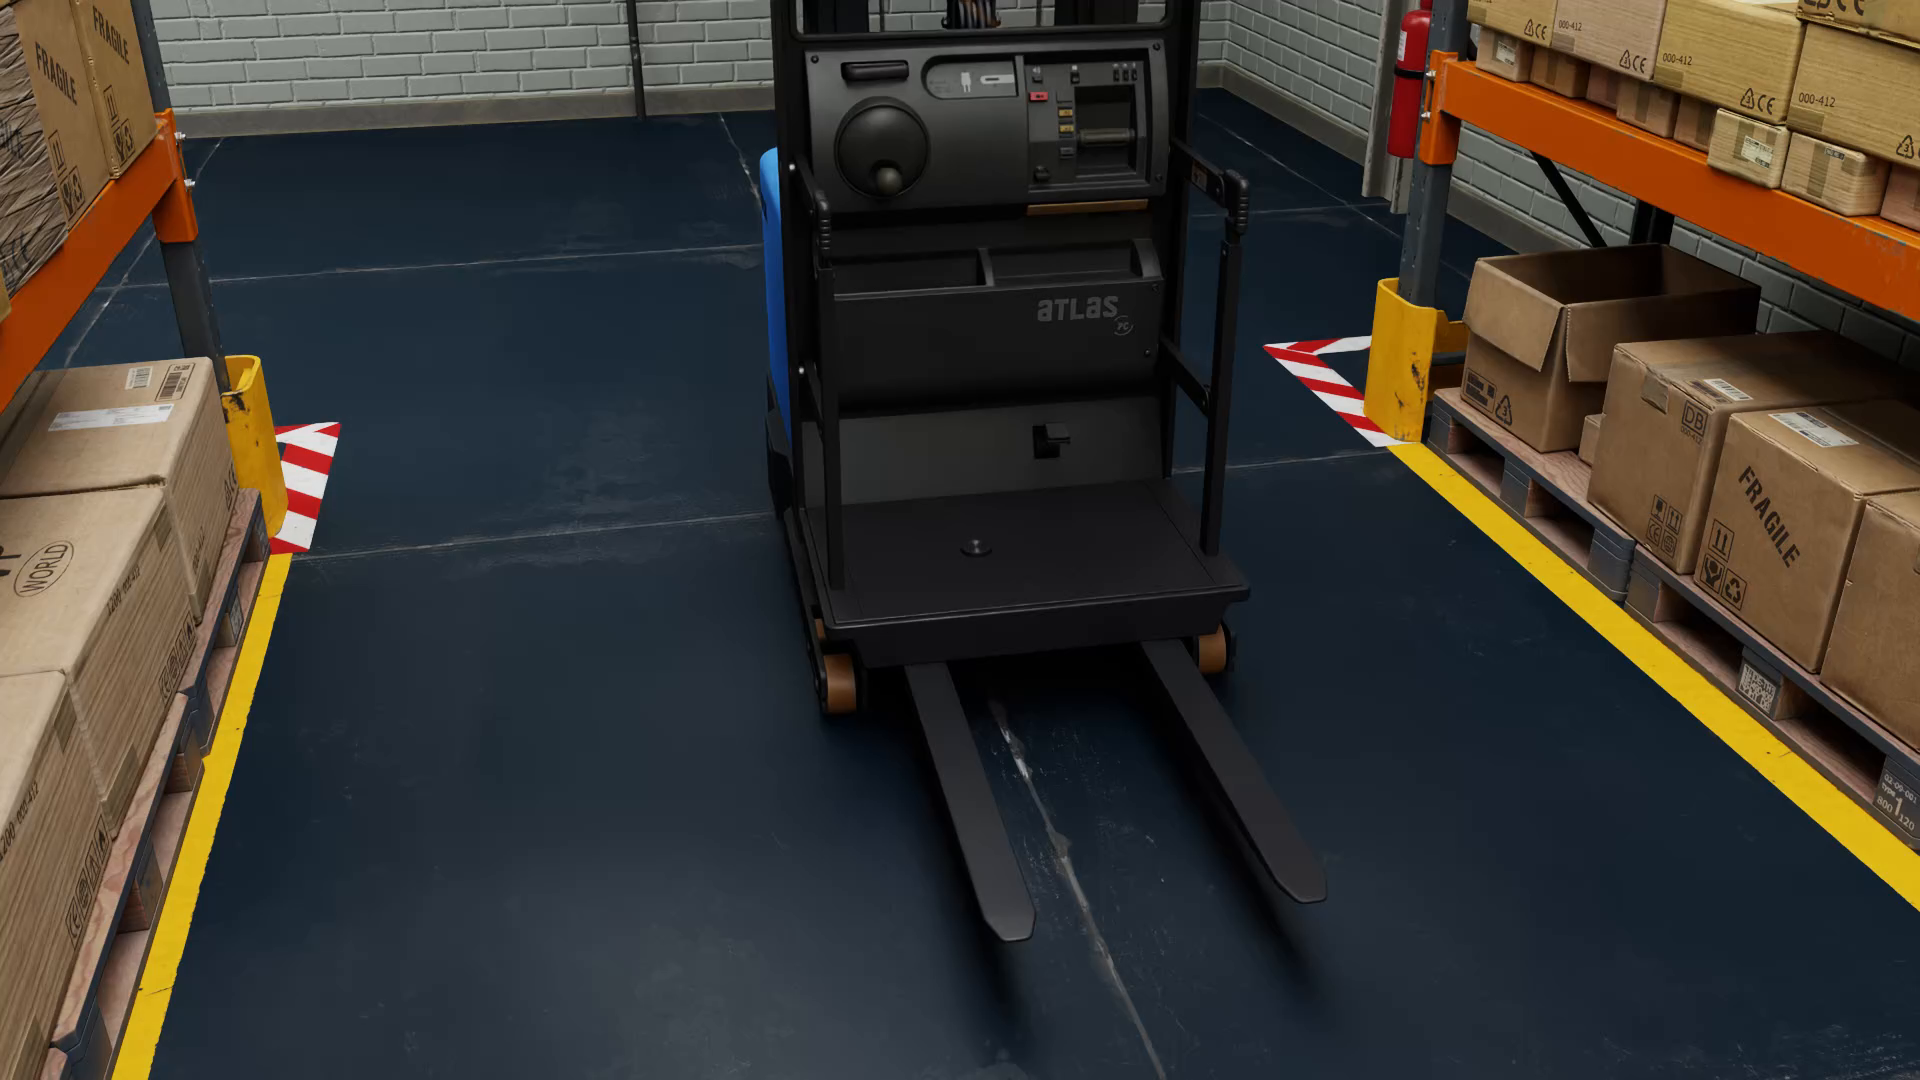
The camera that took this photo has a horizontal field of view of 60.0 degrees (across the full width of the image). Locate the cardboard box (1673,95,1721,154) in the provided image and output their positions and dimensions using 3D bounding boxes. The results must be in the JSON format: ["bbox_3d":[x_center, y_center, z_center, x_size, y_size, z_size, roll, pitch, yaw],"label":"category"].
[{"bbox_3d":[2.142,-1.113,4.406,0.380,0.149,0.250,-6,27,-11],"label":"cardboard box"}]

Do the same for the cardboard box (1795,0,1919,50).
[{"bbox_3d":[2.256,-1.365,3.630,0.500,0.500,0.500,-5,27,-10],"label":"cardboard box"}]

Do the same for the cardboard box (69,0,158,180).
[{"bbox_3d":[-2.391,-1.204,4.195,0.500,0.500,0.500,-6,27,-11],"label":"cardboard box"}]

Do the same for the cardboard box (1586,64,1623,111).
[{"bbox_3d":[2.080,-1.347,4.868,0.380,0.149,0.250,-6,27,-12],"label":"cardboard box"}]

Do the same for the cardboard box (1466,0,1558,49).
[{"bbox_3d":[1.917,-1.689,5.104,0.500,0.250,0.500,-6,27,-11],"label":"cardboard box"}]

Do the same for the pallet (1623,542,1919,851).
[{"bbox_3d":[2.547,0.313,4.396,1.003,0.211,1.213,-6,27,-12],"label":"pallet"}]

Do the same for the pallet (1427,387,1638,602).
[{"bbox_3d":[2.275,-0.221,5.455,1.003,0.211,1.213,-6,27,-12],"label":"pallet"}]

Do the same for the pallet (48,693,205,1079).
[{"bbox_3d":[-2.230,0.778,3.474,1.003,0.211,1.213,-6,27,-12],"label":"pallet"}]

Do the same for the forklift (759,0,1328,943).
[{"bbox_3d":[0.120,-1.031,4.040,1.130,2.935,3.031,-5,27,-10],"label":"forklift"}]

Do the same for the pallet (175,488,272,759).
[{"bbox_3d":[-2.501,0.244,4.533,1.003,0.211,1.213,-6,27,-12],"label":"pallet"}]

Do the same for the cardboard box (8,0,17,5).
[{"bbox_3d":[-2.271,-1.421,3.516,0.500,0.500,0.500,-6,27,-11],"label":"cardboard box"}]

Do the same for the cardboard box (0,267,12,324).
[{"bbox_3d":[-2.038,-0.532,2.864,0.500,0.500,0.500,-5,27,-10],"label":"cardboard box"}]

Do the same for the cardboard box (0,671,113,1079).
[{"bbox_3d":[-2.095,0.689,2.934,0.875,0.438,0.875,-7,28,-13],"label":"cardboard box"}]

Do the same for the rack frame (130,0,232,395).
[{"bbox_3d":[-2.758,-1.344,4.584,1.000,3.000,0.127,-6,27,-12],"label":"rack frame"}]

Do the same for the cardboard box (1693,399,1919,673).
[{"bbox_3d":[2.299,-0.022,4.272,0.500,0.500,0.500,-5,27,-11],"label":"cardboard box"}]

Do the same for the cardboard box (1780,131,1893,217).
[{"bbox_3d":[2.205,-0.881,3.946,0.380,0.149,0.250,-5,27,-10],"label":"cardboard box"}]

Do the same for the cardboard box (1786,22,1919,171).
[{"bbox_3d":[2.285,-1.023,3.785,0.500,0.250,0.500,-7,28,-13],"label":"cardboard box"}]

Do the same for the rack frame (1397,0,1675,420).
[{"bbox_3d":[2.077,-1.850,5.586,1.000,3.000,0.127,-6,27,-12],"label":"rack frame"}]

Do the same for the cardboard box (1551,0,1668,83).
[{"bbox_3d":[2.031,-1.468,4.665,0.500,0.250,0.500,-6,27,-11],"label":"cardboard box"}]

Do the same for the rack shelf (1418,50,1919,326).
[{"bbox_3d":[2.528,-0.651,4.008,1.077,0.370,4.000,-6,27,-12],"label":"rack shelf"}]

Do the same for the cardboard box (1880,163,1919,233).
[{"bbox_3d":[2.331,-0.775,3.736,0.380,0.149,0.250,-6,27,-12],"label":"cardboard box"}]

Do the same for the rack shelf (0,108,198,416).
[{"bbox_3d":[-2.307,-0.145,3.007,1.077,0.370,4.000,-6,27,-12],"label":"rack shelf"}]

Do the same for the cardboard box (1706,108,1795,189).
[{"bbox_3d":[2.126,-0.995,4.171,0.380,0.149,0.250,-7,28,-13],"label":"cardboard box"}]

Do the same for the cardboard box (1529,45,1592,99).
[{"bbox_3d":[1.987,-1.458,5.089,0.380,0.149,0.250,-5,27,-10],"label":"cardboard box"}]

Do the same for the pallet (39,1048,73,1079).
[{"bbox_3d":[-1.951,1.315,2.410,1.003,0.211,1.213,-6,27,-12],"label":"pallet"}]

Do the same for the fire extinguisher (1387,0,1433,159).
[{"bbox_3d":[1.594,-1.666,5.722,0.296,0.674,0.183,-6,27,-12],"label":"fire extinguisher"}]

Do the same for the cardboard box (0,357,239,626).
[{"bbox_3d":[-2.511,-0.108,4.513,0.875,0.438,0.875,-7,28,-13],"label":"cardboard box"}]

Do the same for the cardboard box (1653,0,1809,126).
[{"bbox_3d":[2.149,-1.246,4.225,0.500,0.250,0.500,-6,27,-13],"label":"cardboard box"}]

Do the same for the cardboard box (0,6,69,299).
[{"bbox_3d":[-2.167,-0.757,3.310,0.500,0.500,0.500,-5,27,-10],"label":"cardboard box"}]

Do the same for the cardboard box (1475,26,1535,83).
[{"bbox_3d":[1.884,-1.565,5.301,0.380,0.149,0.250,-6,27,-12],"label":"cardboard box"}]

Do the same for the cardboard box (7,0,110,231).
[{"bbox_3d":[-2.293,-0.982,3.756,0.500,0.500,0.500,-7,28,-13],"label":"cardboard box"}]

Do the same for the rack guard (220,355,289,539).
[{"bbox_3d":[-2.763,-0.239,5.168,1.175,0.500,0.348,-6,27,-12],"label":"rack guard"}]

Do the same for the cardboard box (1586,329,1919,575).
[{"bbox_3d":[2.278,-0.264,4.752,0.700,0.500,0.500,-5,27,-9],"label":"cardboard box"}]

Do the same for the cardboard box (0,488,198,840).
[{"bbox_3d":[-2.297,0.293,3.718,0.875,0.438,0.875,-5,27,-10],"label":"cardboard box"}]

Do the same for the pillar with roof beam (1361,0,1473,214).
[{"bbox_3d":[-1.846,-5.366,5.894,9.100,9.000,0.400,-6,27,-12],"label":"pillar with roof beam"}]

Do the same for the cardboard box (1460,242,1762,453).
[{"bbox_3d":[2.123,-0.645,5.503,0.797,0.503,0.637,-7,28,-14],"label":"cardboard box"}]

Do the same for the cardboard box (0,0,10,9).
[{"bbox_3d":[-2.162,-1.204,3.085,0.500,0.500,0.500,-6,27,-12],"label":"cardboard box"}]

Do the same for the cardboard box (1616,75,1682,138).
[{"bbox_3d":[2.077,-1.229,4.636,0.380,0.149,0.250,-5,27,-10],"label":"cardboard box"}]

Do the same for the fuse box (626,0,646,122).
[{"bbox_3d":[-1.972,-3.391,10.070,0.539,1.711,0.414,-6,27,-12],"label":"fuse box"}]

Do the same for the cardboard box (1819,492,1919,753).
[{"bbox_3d":[2.512,0.192,3.849,0.700,0.500,0.500,-7,28,-14],"label":"cardboard box"}]

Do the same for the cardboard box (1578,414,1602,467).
[{"bbox_3d":[2.181,-0.296,5.205,0.380,0.149,0.250,-7,28,-14],"label":"cardboard box"}]

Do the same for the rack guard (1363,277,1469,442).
[{"bbox_3d":[2.095,-0.700,6.083,1.175,0.500,0.348,-6,27,-12],"label":"rack guard"}]
